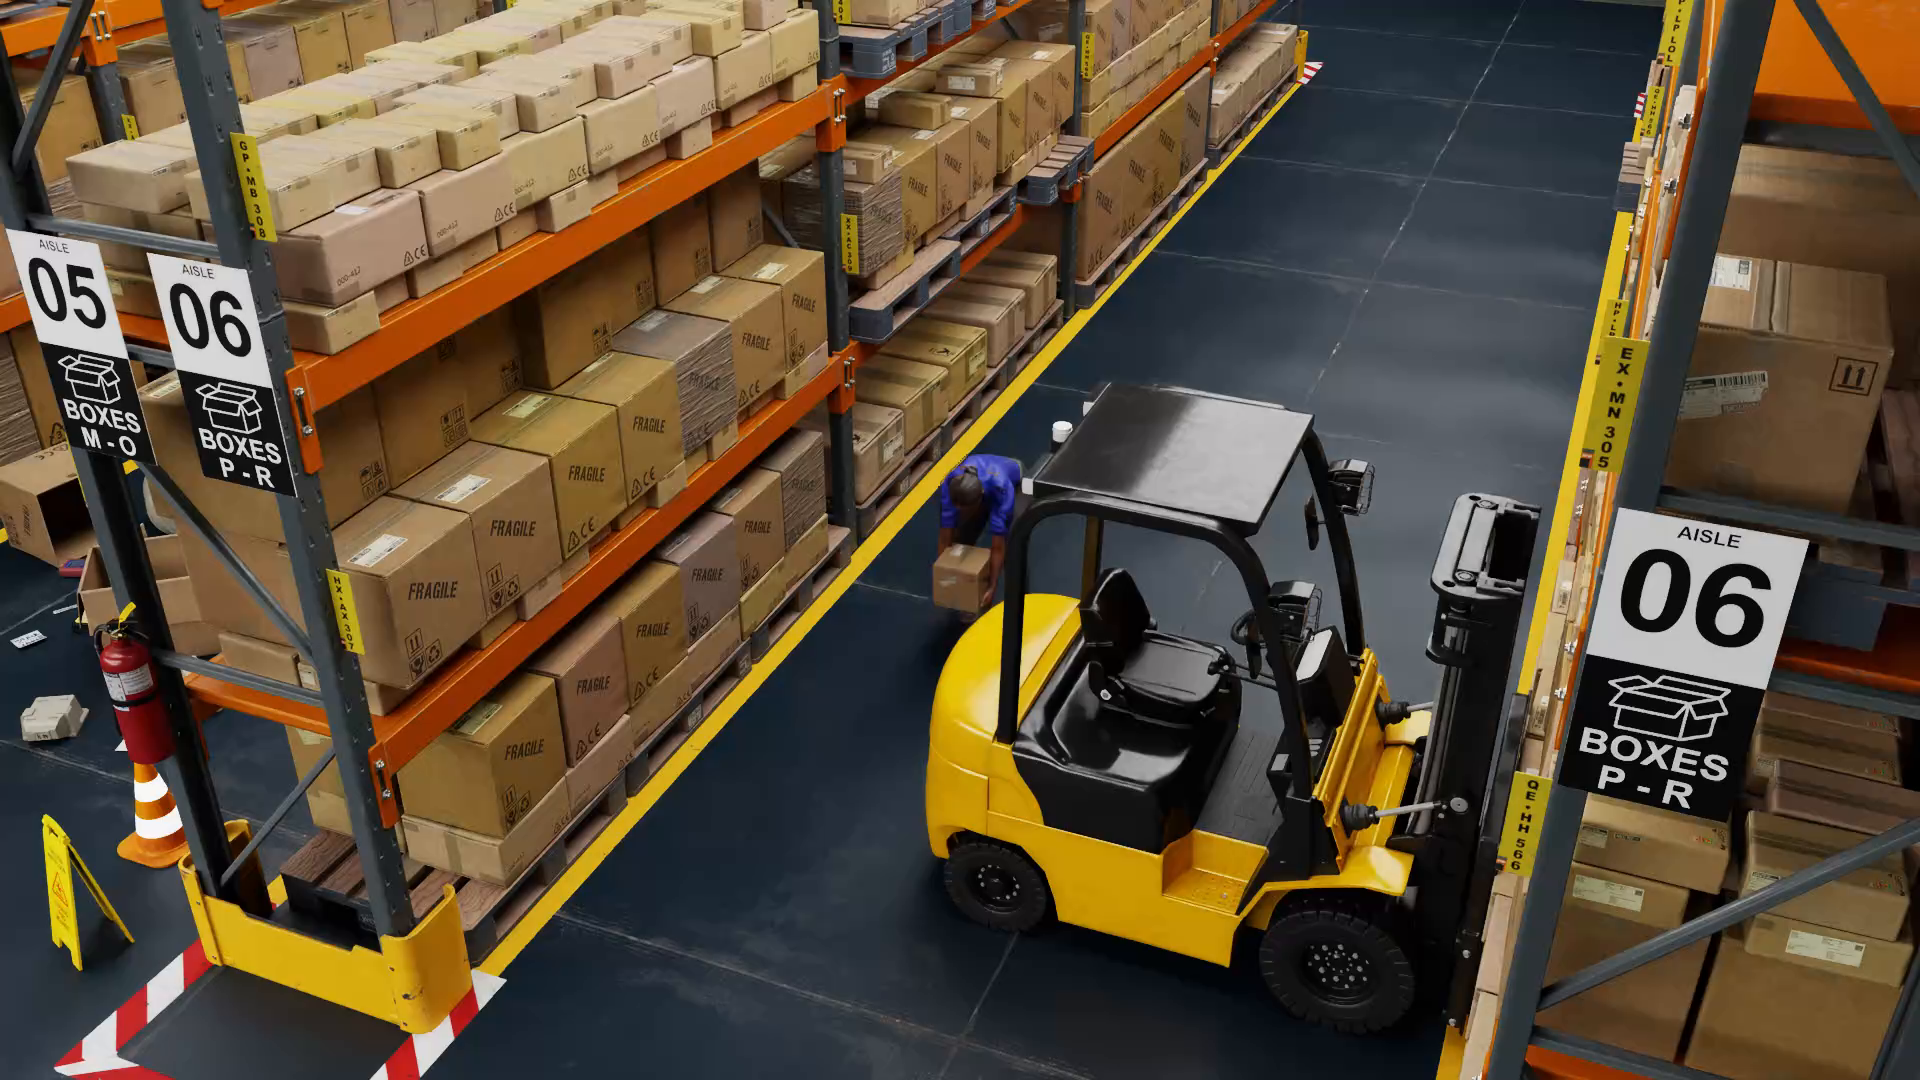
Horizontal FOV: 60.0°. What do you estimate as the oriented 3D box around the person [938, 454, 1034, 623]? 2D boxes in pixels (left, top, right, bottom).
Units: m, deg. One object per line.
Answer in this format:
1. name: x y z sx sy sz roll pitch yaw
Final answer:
1. person: 0.127 0.014 8.894 0.443 1.144 0.843 10 31 17
